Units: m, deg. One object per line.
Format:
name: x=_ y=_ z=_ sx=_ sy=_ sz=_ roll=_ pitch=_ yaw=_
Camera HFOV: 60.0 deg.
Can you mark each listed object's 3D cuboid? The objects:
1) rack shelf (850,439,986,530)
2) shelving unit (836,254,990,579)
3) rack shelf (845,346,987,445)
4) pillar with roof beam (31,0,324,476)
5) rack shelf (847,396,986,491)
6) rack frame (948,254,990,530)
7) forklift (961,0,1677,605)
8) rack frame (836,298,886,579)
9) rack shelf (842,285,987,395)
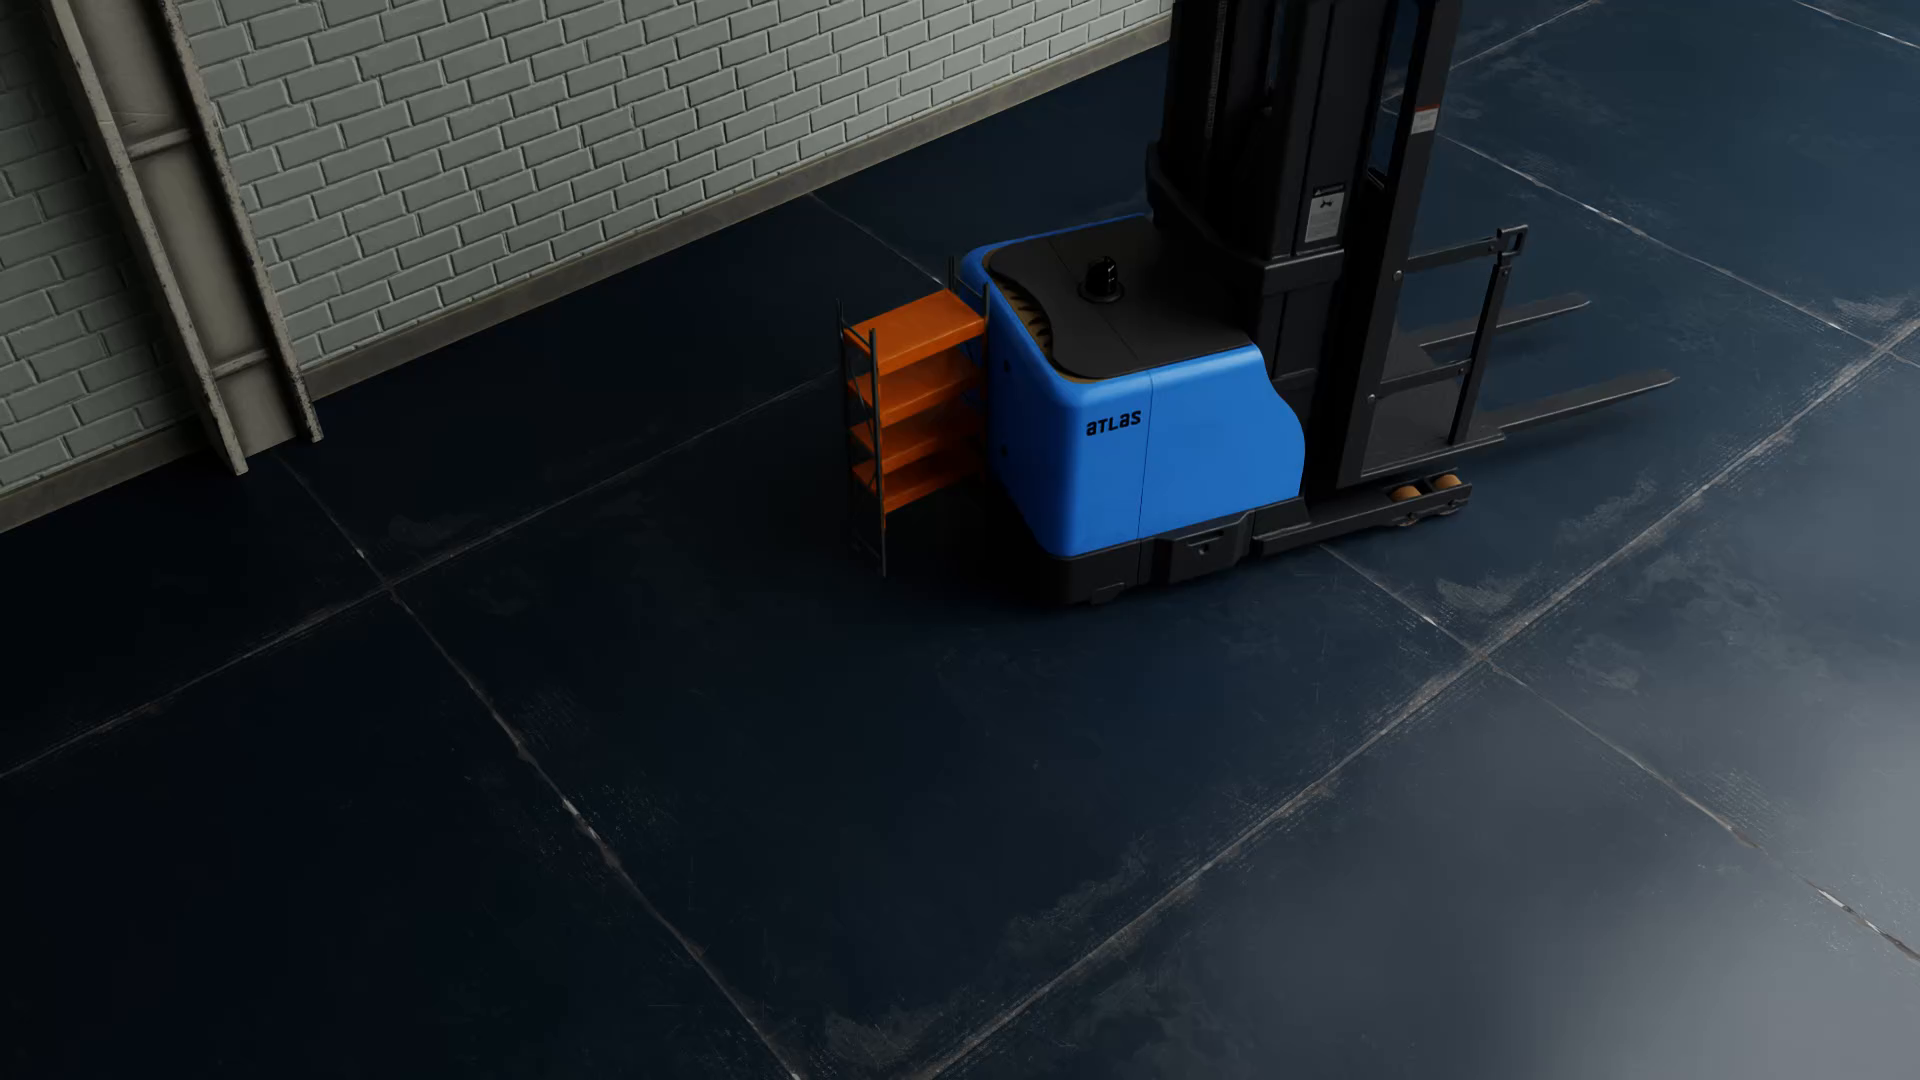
rack shelf: x=-0.168 y=-0.257 z=6.535 sx=0.480 sy=0.148 sz=0.258 roll=-26 pitch=49 yaw=-25
shelving unit: x=-0.168 y=-0.450 z=6.353 sx=0.503 sy=1.200 sz=0.258 roll=-26 pitch=49 yaw=-25
rack shelf: x=-0.168 y=-0.564 z=6.246 sx=0.480 sy=0.148 sz=0.258 roll=-26 pitch=49 yaw=-25
pillar with roof beam: x=-0.249 y=-1.457 z=1.728 sx=0.400 sy=9.000 sz=9.100 roll=-30 pitch=51 yaw=-28
rack shelf: x=-0.168 y=-0.401 z=6.399 sx=0.480 sy=0.148 sz=0.258 roll=-26 pitch=49 yaw=-25
rack frame: x=0.031 y=-0.547 z=6.456 sx=0.015 sy=1.200 sz=0.240 roll=-26 pitch=49 yaw=-25
forklift: x=1.559 y=-1.449 z=6.152 sx=3.031 sy=2.935 sz=1.130 roll=-15 pitch=45 yaw=-15
rack frame: x=-0.367 y=-0.354 z=6.251 sx=0.015 sy=1.200 sz=0.240 roll=-26 pitch=49 yaw=-25
rack shelf: x=-0.168 y=-0.737 z=6.084 sx=0.480 sy=0.148 sz=0.258 roll=-26 pitch=49 yaw=-25
